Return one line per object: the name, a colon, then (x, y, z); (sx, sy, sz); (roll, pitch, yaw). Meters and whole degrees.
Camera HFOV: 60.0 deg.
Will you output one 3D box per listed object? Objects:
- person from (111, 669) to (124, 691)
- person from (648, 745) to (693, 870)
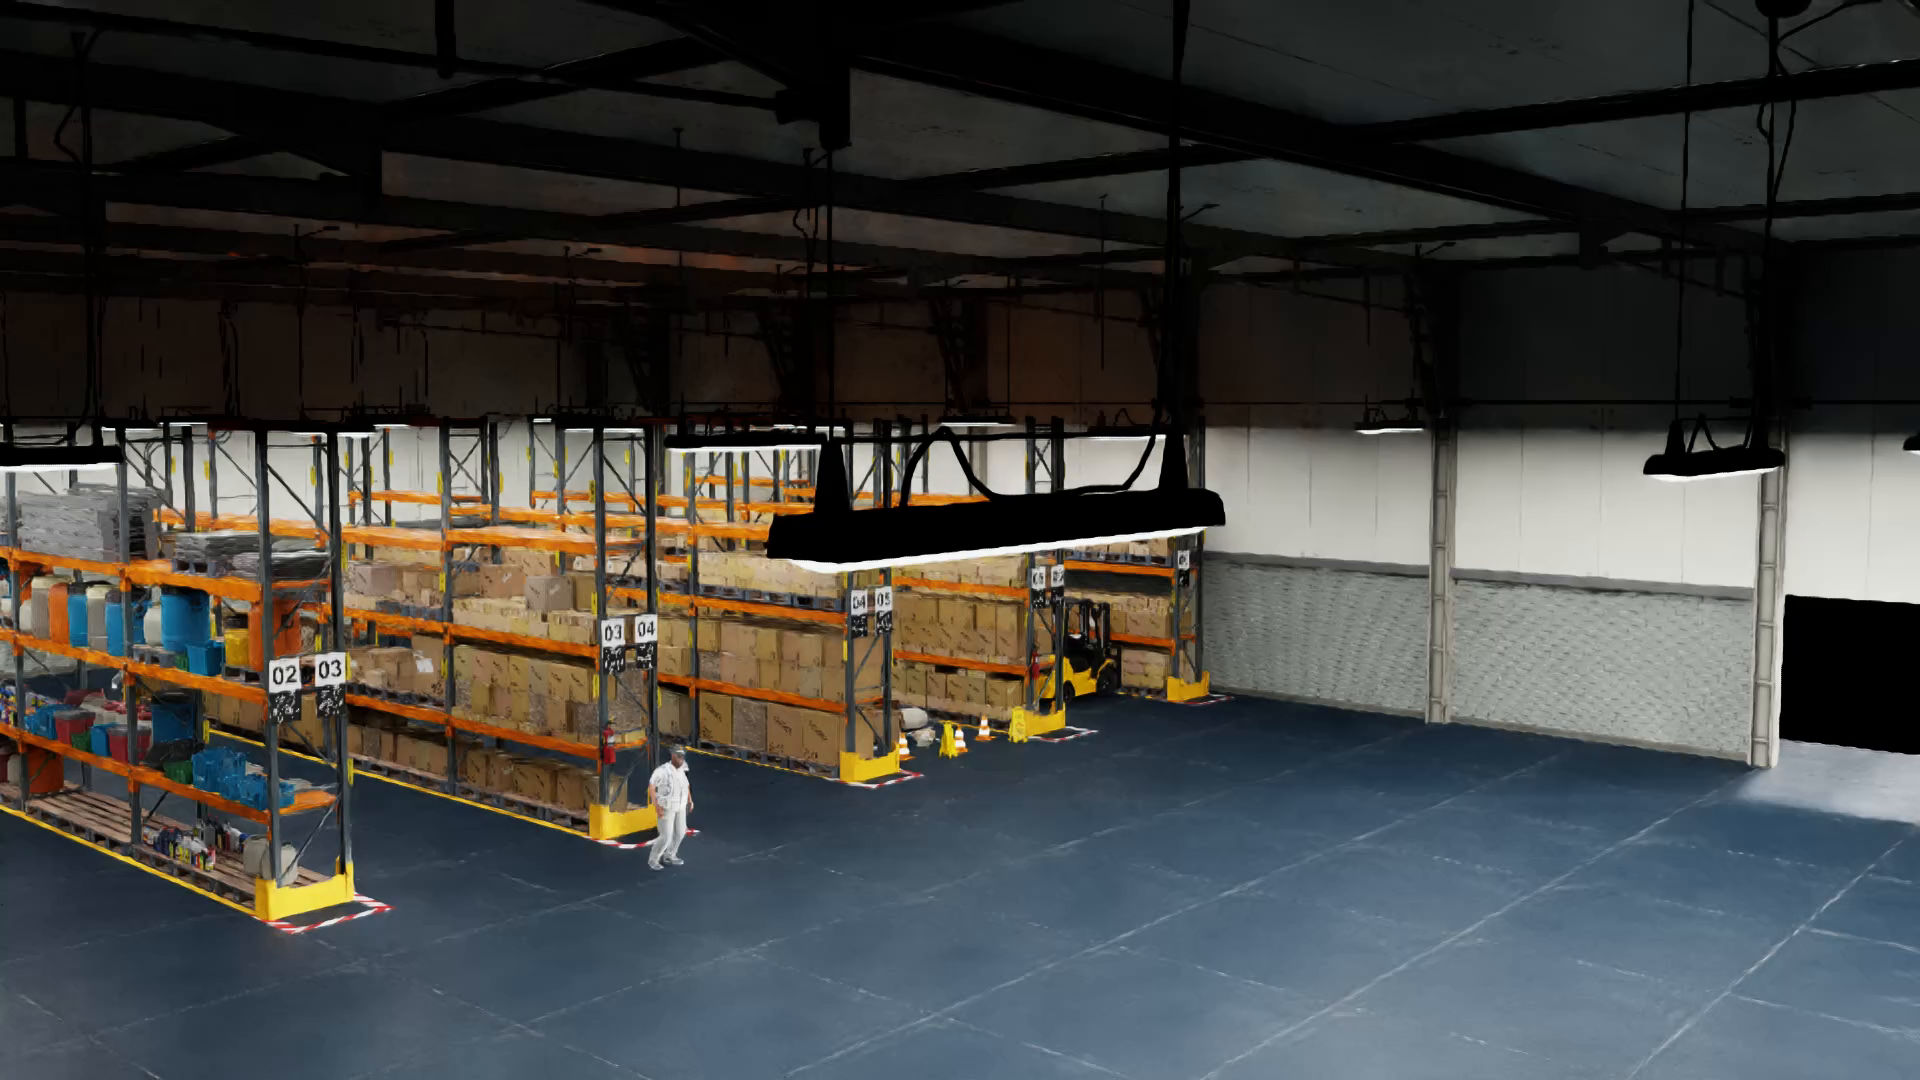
person: (-18.286, 2.487, 36.338); (0.513, 1.664, 0.518); (0, 5, 5)
person: (-3.935, 3.601, 22.606); (0.542, 1.715, 0.682); (4, 6, 39)
